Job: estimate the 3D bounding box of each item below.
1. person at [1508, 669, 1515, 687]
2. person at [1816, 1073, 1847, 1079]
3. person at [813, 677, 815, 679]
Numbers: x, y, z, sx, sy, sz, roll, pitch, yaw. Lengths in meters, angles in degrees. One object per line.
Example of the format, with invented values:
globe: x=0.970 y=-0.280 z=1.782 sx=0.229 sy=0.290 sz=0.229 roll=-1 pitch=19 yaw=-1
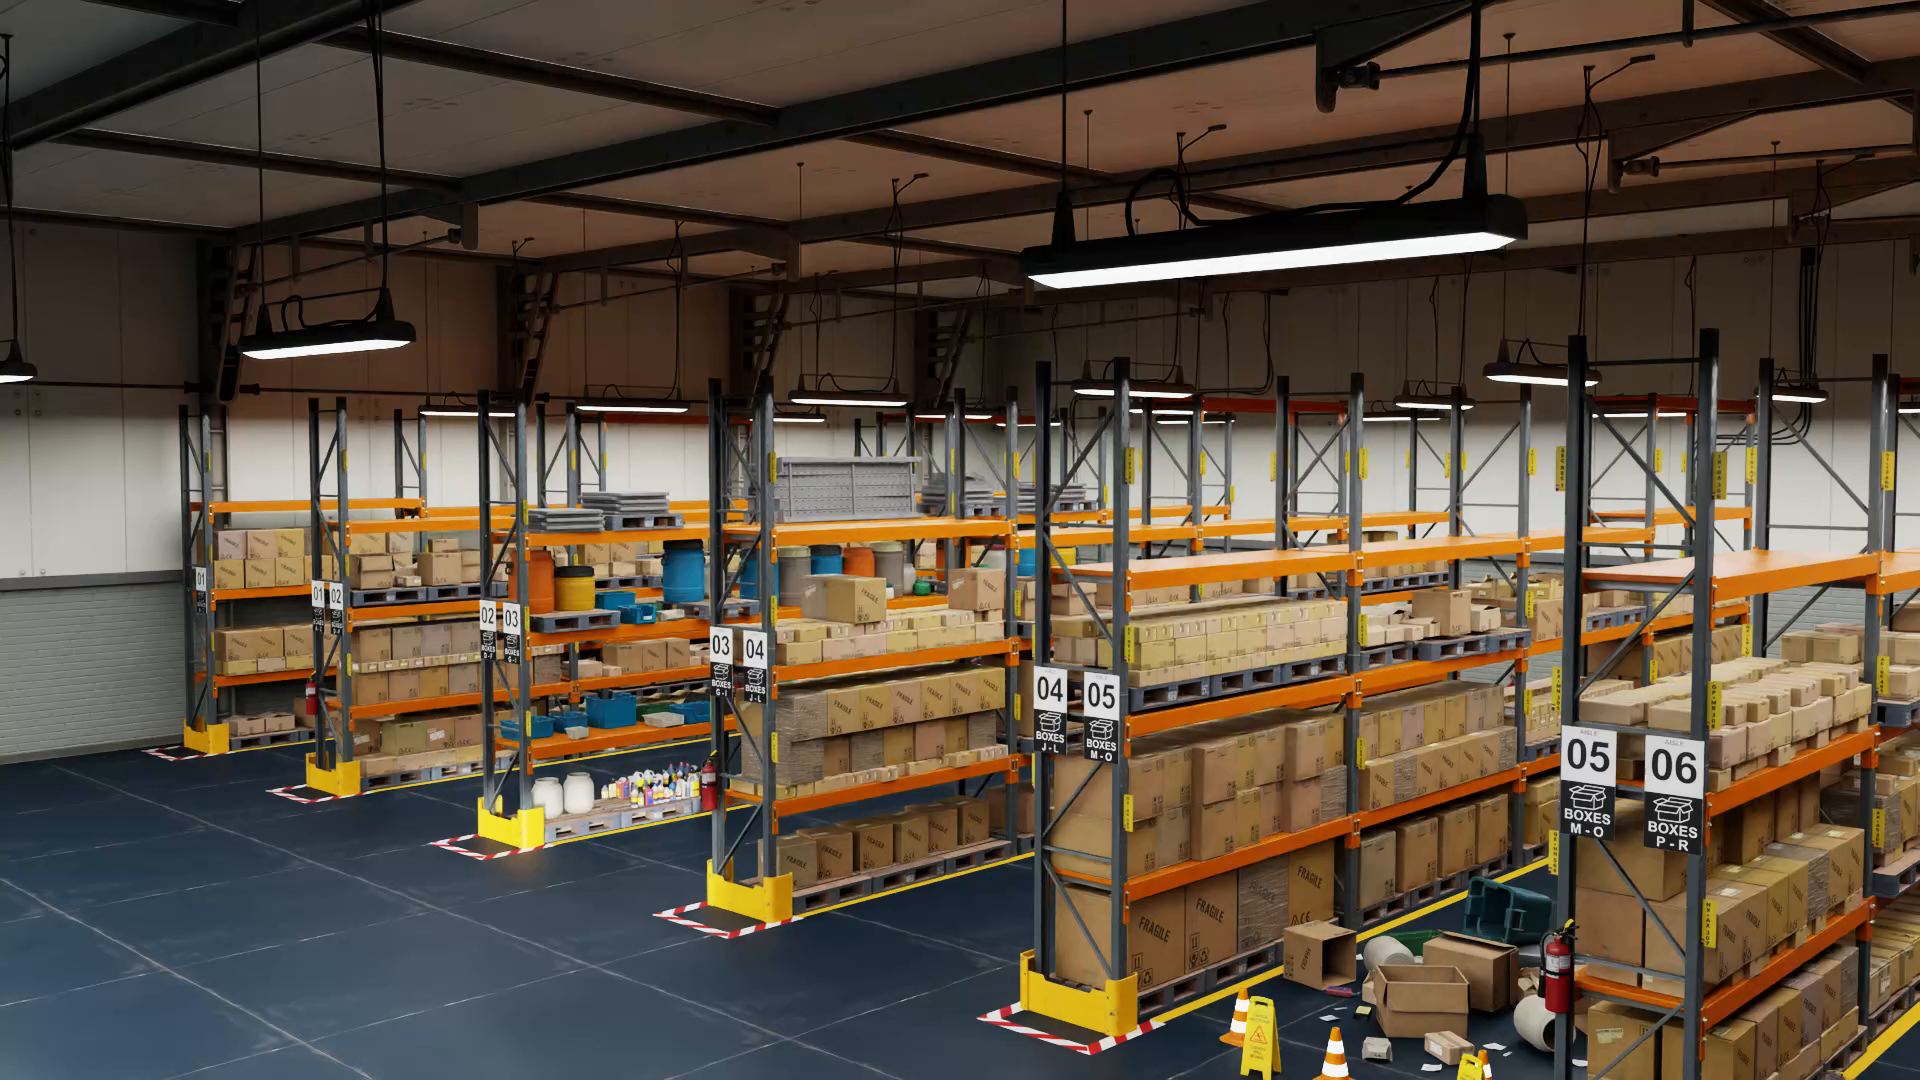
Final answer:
person: x=9.109 y=2.909 z=26.789 sx=0.632 sy=1.707 sz=0.598 roll=-2 pitch=4 yaw=-36
person: x=4.972 y=3.826 z=9.381 sx=0.619 sy=1.638 sz=0.453 roll=3 pitch=4 yaw=43
person: x=-2.701 y=2.777 z=28.526 sx=0.489 sy=1.756 sz=0.609 roll=-2 pitch=4 yaw=-36
